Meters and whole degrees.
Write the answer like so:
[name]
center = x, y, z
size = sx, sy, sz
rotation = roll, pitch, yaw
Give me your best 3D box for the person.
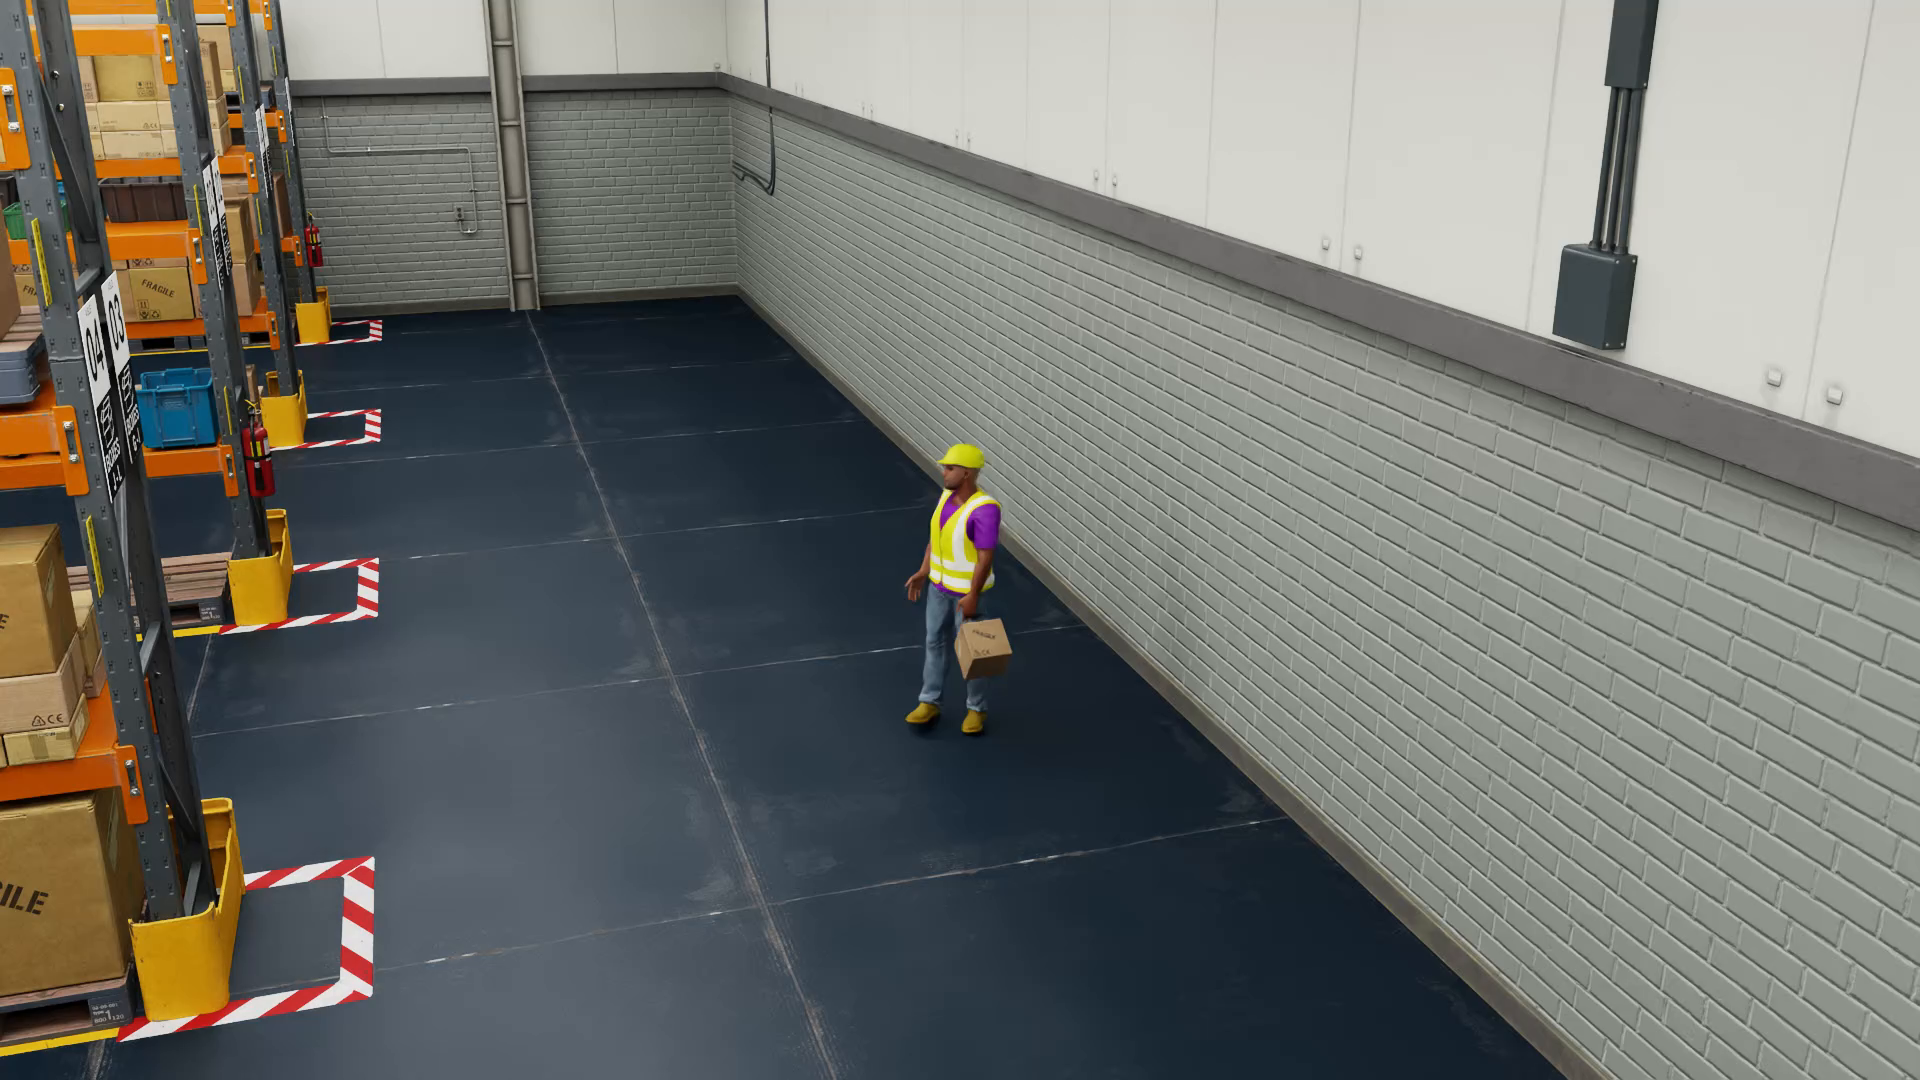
[person]
center = -0.047, 0.304, 10.090
size = 0.556, 1.767, 0.568
rotation = -16, 25, -38
